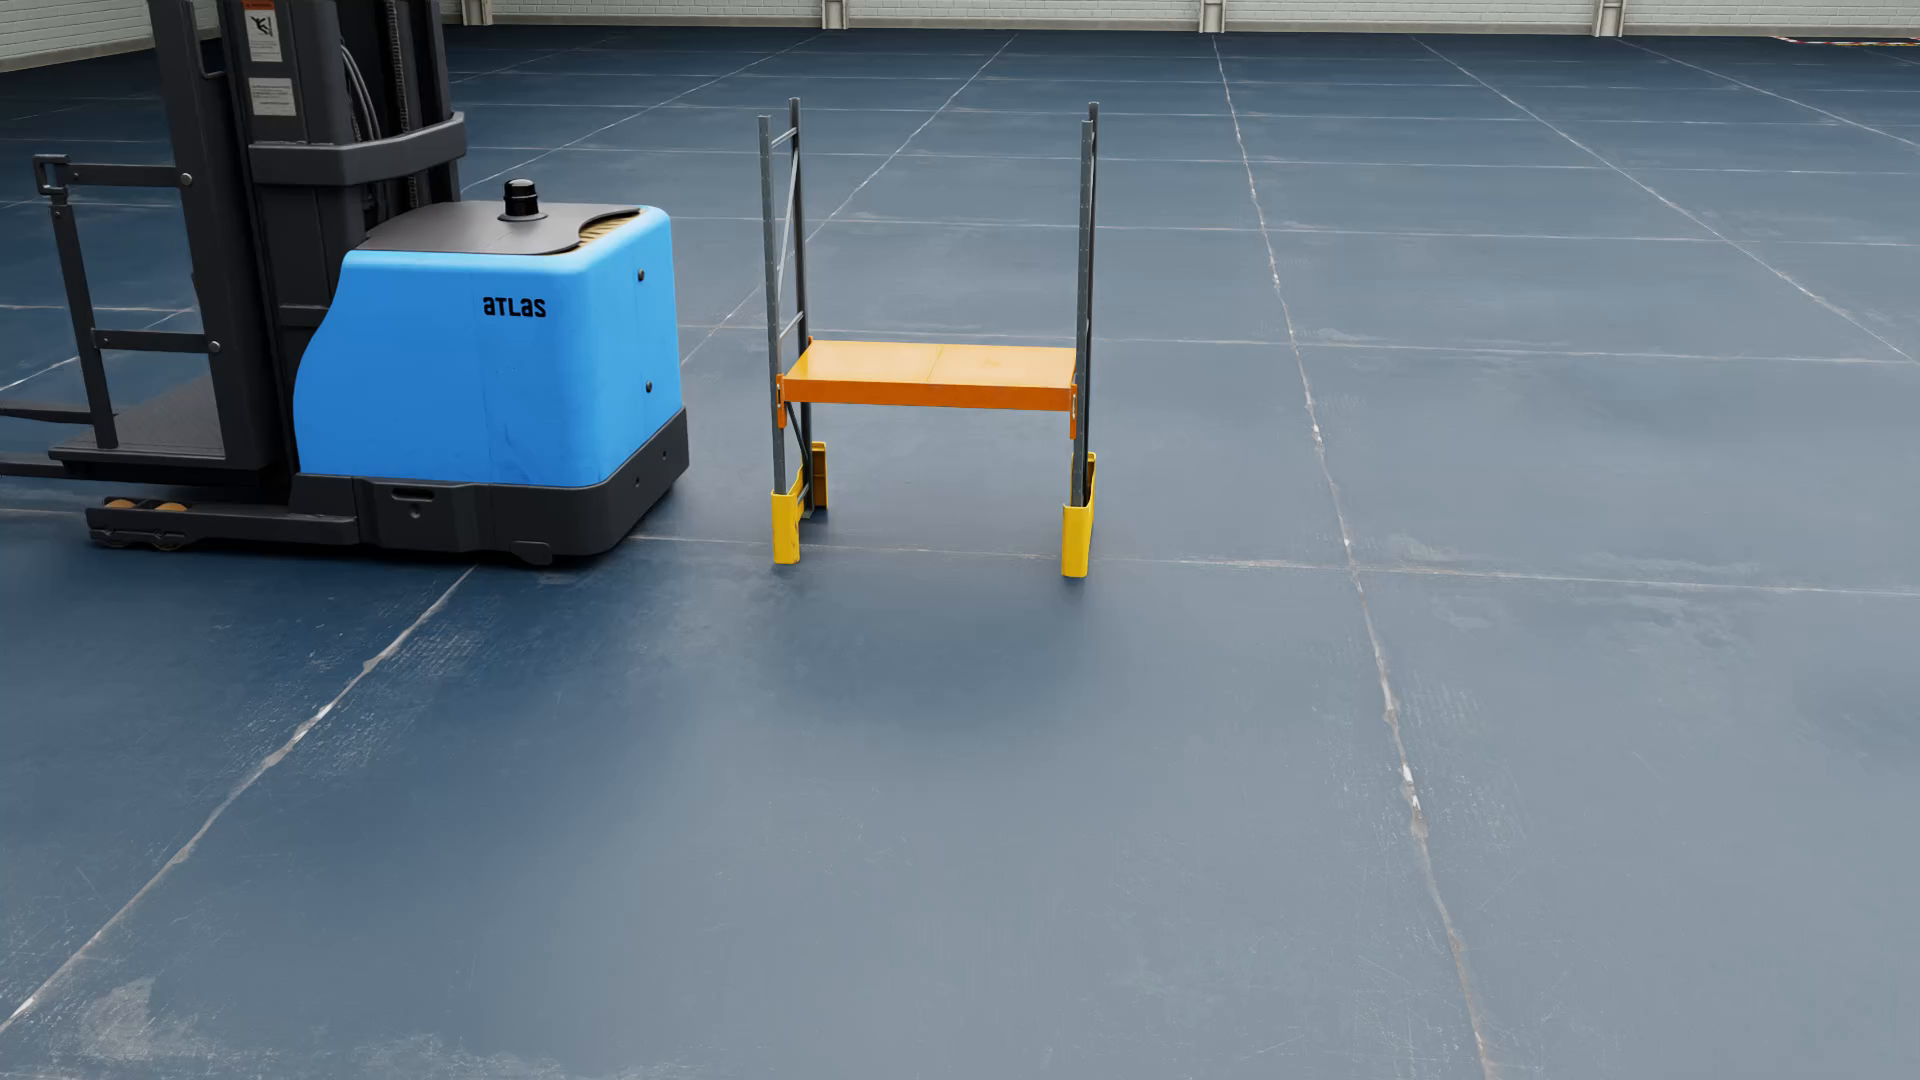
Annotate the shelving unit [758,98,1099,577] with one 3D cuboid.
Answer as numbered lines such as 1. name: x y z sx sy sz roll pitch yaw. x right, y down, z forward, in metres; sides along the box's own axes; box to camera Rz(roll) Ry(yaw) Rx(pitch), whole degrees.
1. shelving unit: -0.076 -0.701 5.672 1.083 1.500 0.587 2 22 6

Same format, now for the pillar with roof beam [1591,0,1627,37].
1. pillar with roof beam: 9.410 -10.353 19.887 0.400 9.000 9.100 2 22 6

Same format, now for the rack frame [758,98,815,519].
1. rack frame: -0.590 -0.723 5.729 0.032 1.500 0.500 2 22 6

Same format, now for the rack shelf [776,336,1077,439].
1. rack shelf: -0.085 -0.534 5.740 1.000 0.185 0.538 2 22 6

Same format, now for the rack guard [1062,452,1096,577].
1. rack guard: 0.419 -0.098 5.848 0.087 0.250 0.587 2 22 6

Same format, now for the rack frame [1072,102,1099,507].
1. rack frame: 0.420 -0.679 5.618 0.032 1.500 0.500 2 22 6

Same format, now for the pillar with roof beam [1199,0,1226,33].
1. pillar with roof beam: 3.452 -10.613 20.544 0.400 9.000 9.100 2 22 6

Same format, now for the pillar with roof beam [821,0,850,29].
1. pillar with roof beam: -2.507 -10.872 21.201 0.400 9.000 9.100 2 22 6

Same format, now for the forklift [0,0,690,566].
1. forklift: -2.616 -1.513 5.779 3.031 2.935 1.130 3 22 8

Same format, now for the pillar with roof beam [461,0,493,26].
1. pillar with roof beam: -8.465 -11.132 21.857 0.400 9.000 9.100 2 22 6

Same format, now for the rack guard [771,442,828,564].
1. rack guard: -0.570 -0.141 5.957 0.087 0.250 0.587 2 22 6
